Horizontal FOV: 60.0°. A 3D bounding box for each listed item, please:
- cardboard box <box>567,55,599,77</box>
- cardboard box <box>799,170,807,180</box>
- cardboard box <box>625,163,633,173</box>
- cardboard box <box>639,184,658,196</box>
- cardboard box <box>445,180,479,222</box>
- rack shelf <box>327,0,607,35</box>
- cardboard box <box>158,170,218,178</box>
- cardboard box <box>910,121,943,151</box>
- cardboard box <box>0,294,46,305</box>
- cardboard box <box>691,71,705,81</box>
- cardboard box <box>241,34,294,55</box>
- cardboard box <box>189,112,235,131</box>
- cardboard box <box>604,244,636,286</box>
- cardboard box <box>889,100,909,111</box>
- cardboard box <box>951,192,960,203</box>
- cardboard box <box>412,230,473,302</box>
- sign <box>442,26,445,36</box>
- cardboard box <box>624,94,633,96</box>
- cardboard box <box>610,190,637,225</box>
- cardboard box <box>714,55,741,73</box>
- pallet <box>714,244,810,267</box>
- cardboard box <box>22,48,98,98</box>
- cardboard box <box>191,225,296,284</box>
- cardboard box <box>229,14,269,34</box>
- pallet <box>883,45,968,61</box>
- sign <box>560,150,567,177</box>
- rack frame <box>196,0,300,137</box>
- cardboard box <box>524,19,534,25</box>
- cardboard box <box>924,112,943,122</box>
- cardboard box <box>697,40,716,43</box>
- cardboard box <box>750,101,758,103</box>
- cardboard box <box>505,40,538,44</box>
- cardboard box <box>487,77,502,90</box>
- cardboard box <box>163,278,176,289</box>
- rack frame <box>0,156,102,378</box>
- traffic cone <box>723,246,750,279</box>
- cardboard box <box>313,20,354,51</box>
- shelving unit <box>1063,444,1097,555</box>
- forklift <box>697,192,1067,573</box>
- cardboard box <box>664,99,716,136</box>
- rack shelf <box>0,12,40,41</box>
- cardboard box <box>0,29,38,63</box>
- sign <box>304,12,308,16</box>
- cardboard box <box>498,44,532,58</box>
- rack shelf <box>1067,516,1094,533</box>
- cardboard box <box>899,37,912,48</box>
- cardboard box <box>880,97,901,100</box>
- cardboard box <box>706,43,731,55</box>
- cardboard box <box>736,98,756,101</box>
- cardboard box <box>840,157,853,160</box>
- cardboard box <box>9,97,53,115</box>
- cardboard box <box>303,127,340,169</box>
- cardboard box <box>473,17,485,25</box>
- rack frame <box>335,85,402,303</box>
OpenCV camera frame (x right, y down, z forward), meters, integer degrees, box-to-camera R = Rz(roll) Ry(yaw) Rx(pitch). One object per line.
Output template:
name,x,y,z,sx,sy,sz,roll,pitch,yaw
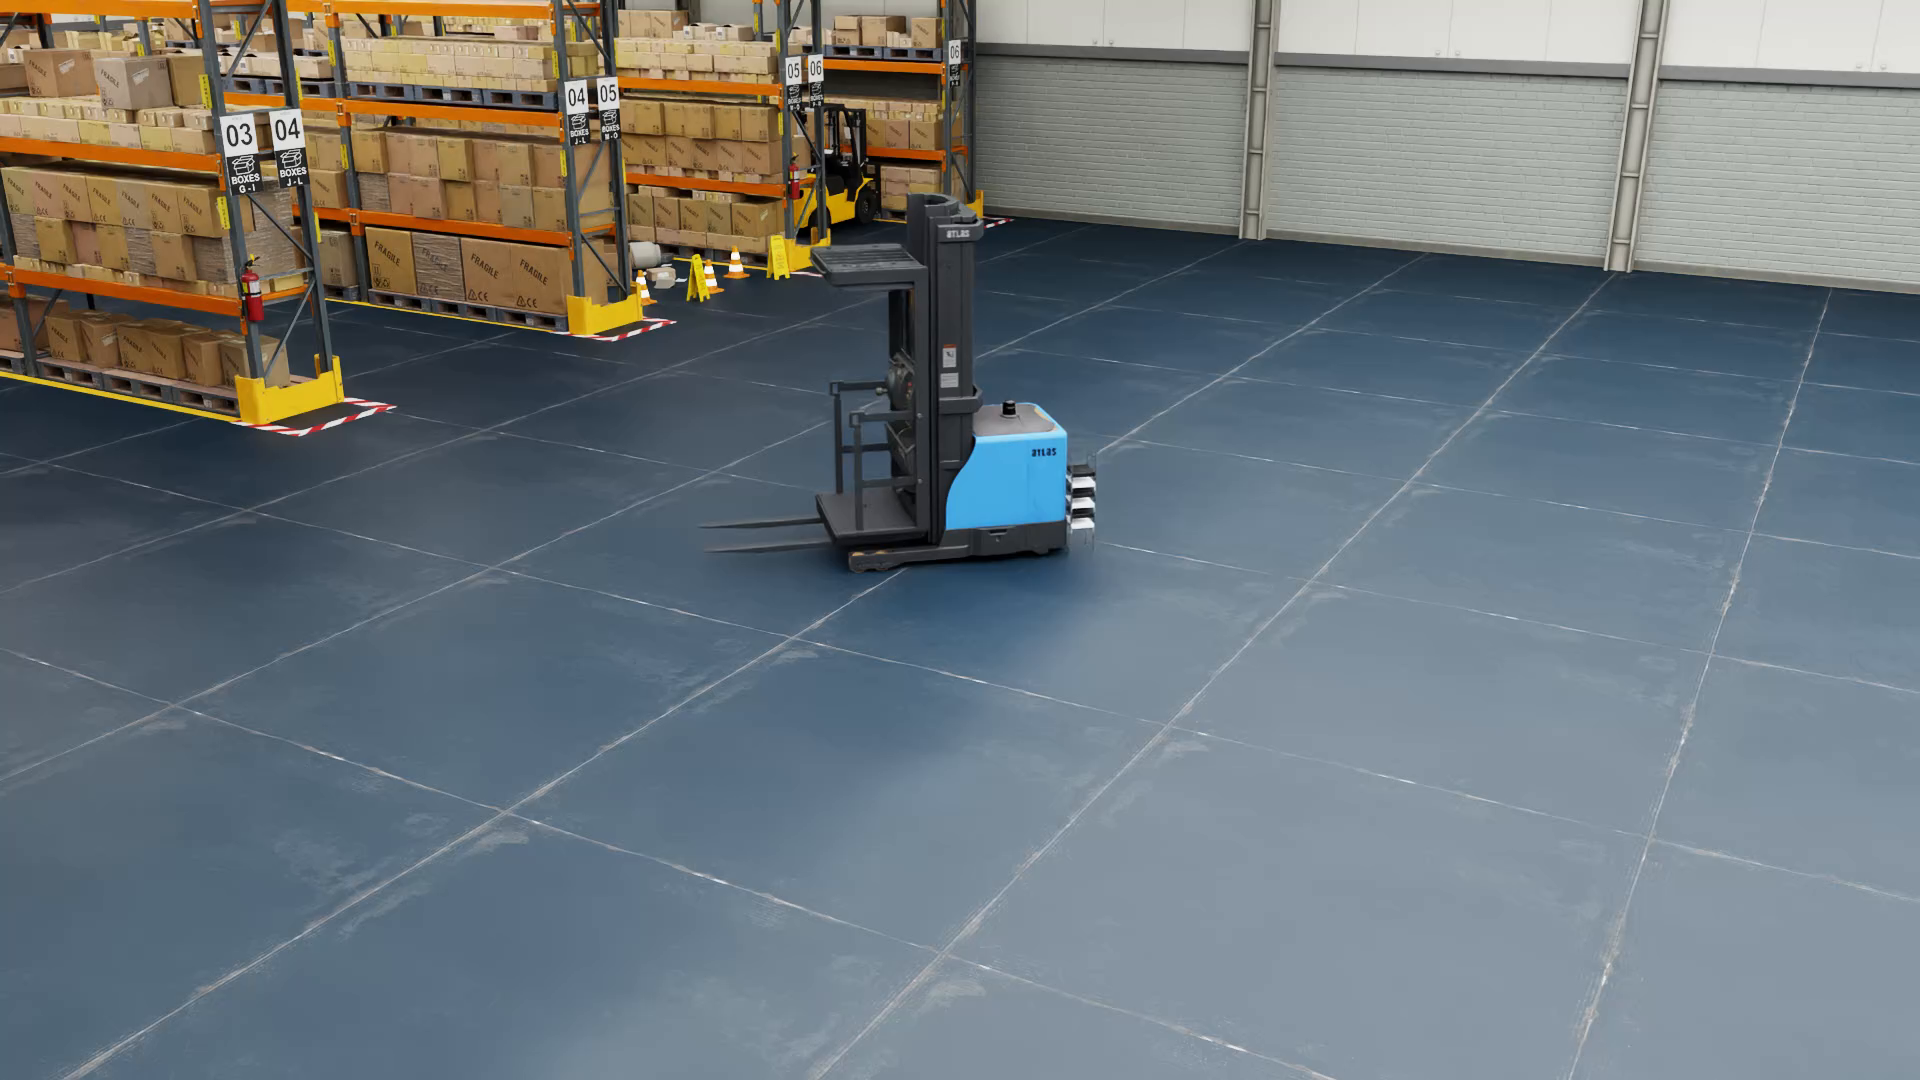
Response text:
cardboard box,-5.046,-6.160,21.571,0.500,0.250,0.500,11,23,27
cardboard box,-2.620,-5.770,26.242,0.250,0.149,0.380,11,23,28
cardboard box,-5.305,-6.108,27.173,0.250,0.149,0.380,11,23,27
cardboard box,-5.004,-5.696,27.033,0.250,0.149,0.380,12,23,29
cardboard box,-6.498,-4.690,22.675,0.500,0.550,0.875,11,23,27
rack shelf,-6.496,-6.906,21.850,4.000,0.370,1.077,11,23,27
cardboard box,-8.475,-3.817,18.441,0.500,0.500,0.500,11,23,27
cardboard box,-0.565,-7.299,29.942,0.500,0.500,0.500,10,22,26
cardboard box,-11.682,-2.710,20.459,0.500,0.500,0.700,11,22,27
cardboard box,-3.977,-7.260,25.949,0.250,0.149,0.380,10,22,26
cardboard box,-10.080,-7.106,24.248,0.500,0.500,0.500,11,23,27
cardboard box,-7.652,-4.300,17.058,0.250,0.149,0.380,11,23,27
cardboard box,-5.193,-4.135,25.027,0.637,0.503,0.797,-4,20,-10
cardboard box,-1.076,-7.868,30.122,0.250,0.149,0.380,11,23,28
cardboard box,-0.340,-6.293,30.732,0.500,0.250,0.500,11,23,28
cardboard box,-6.939,-3.869,23.133,0.875,0.875,0.875,11,23,28
sign,-9.142,-8.915,29.386,0.005,0.325,0.100,11,23,27
cardboard box,-6.623,-8.746,32.980,0.250,0.149,0.380,11,23,28
cardboard box,-5.533,-5.514,27.485,0.500,0.500,0.500,12,23,30
cardboard box,-3.435,-7.343,25.593,0.500,0.250,0.500,10,22,27
pallet,-3.183,-4.618,26.785,1.213,0.211,1.003,11,23,27
cardboard box,-10.232,-5.318,18.913,0.500,0.500,0.500,10,22,26
cardboard box,-7.724,-3.107,17.947,0.500,0.500,0.875,11,23,27
cardboard box,-13.312,-9.628,31.200,0.500,0.500,0.500,11,23,28
pallet,-0.612,-8.742,29.798,1.213,0.211,1.003,11,23,27
sign,-5.027,-4.776,21.088,0.005,0.325,0.100,11,23,27
rack frame,-7.257,-5.640,16.718,0.127,3.000,1.000,11,23,27
cardboard box,-8.568,-10.431,33.522,0.250,0.149,0.380,11,23,27
cardboard box,-0.446,-7.575,29.750,0.250,0.149,0.380,11,23,28
cardboard box,-3.949,-7.819,26.323,0.250,0.149,0.380,11,23,28
cardboard box,-3.906,-8.256,31.630,0.250,0.149,0.380,12,23,29
cardboard box,-5.774,-6.511,21.953,0.250,0.149,0.380,10,22,26
cardboard box,-5.870,-5.897,21.432,0.250,0.149,0.380,11,23,28
cardboard box,-8.477,-2.856,18.208,0.250,0.149,0.380,11,23,27
rack frame,-10.750,-3.485,19.574,0.127,3.000,1.000,11,23,27
traffic cone,-3.429,-4.265,25.445,0.334,0.463,0.336,11,23,27
cardboard box,-11.089,-8.962,29.511,0.500,0.500,0.500,11,23,28
shelving unit,1.003,-0.341,13.984,0.210,0.900,0.258,-4,20,-12
forklift,-0.674,-1.305,13.664,3.031,2.935,1.130,-5,20,-13
cardboard box,-4.278,-6.712,26.421,0.500,0.500,0.700,11,22,27
rack shelf,-12.496,-6.112,19.659,4.000,0.370,1.077,11,23,27
cardboard box,-14.949,-7.834,26.402,0.500,0.500,0.700,11,23,27
sign,-14.240,-11.569,36.178,0.005,0.325,0.100,11,23,27
cardboard box,-5.651,-6.231,21.181,0.250,0.149,0.380,11,23,28
rack shelf,1.002,-0.140,14.057,0.200,0.077,0.258,-4,20,-12
cardboard box,-0.879,-8.832,29.522,0.250,0.149,0.380,10,22,26
cardboard box,-1.278,-8.108,30.784,0.250,0.149,0.380,10,22,26
cardboard box,-3.708,-7.597,25.710,0.250,0.149,0.380,11,23,27
cardboard box,-4.128,-8.490,32.274,0.250,0.149,0.380,11,23,27
cardboard box,-2.090,-7.096,31.480,0.500,0.250,0.500,11,23,28
cardboard box,-10.350,-4.842,18.552,0.250,0.149,0.380,10,22,25
cardboard box,-9.129,-5.628,23.868,0.500,0.500,0.700,10,22,26
cardboard box,-9.730,-10.627,34.034,0.250,0.149,0.380,10,22,26
rack frame,-8.242,-4.945,23.599,0.127,3.000,1.000,11,23,27
